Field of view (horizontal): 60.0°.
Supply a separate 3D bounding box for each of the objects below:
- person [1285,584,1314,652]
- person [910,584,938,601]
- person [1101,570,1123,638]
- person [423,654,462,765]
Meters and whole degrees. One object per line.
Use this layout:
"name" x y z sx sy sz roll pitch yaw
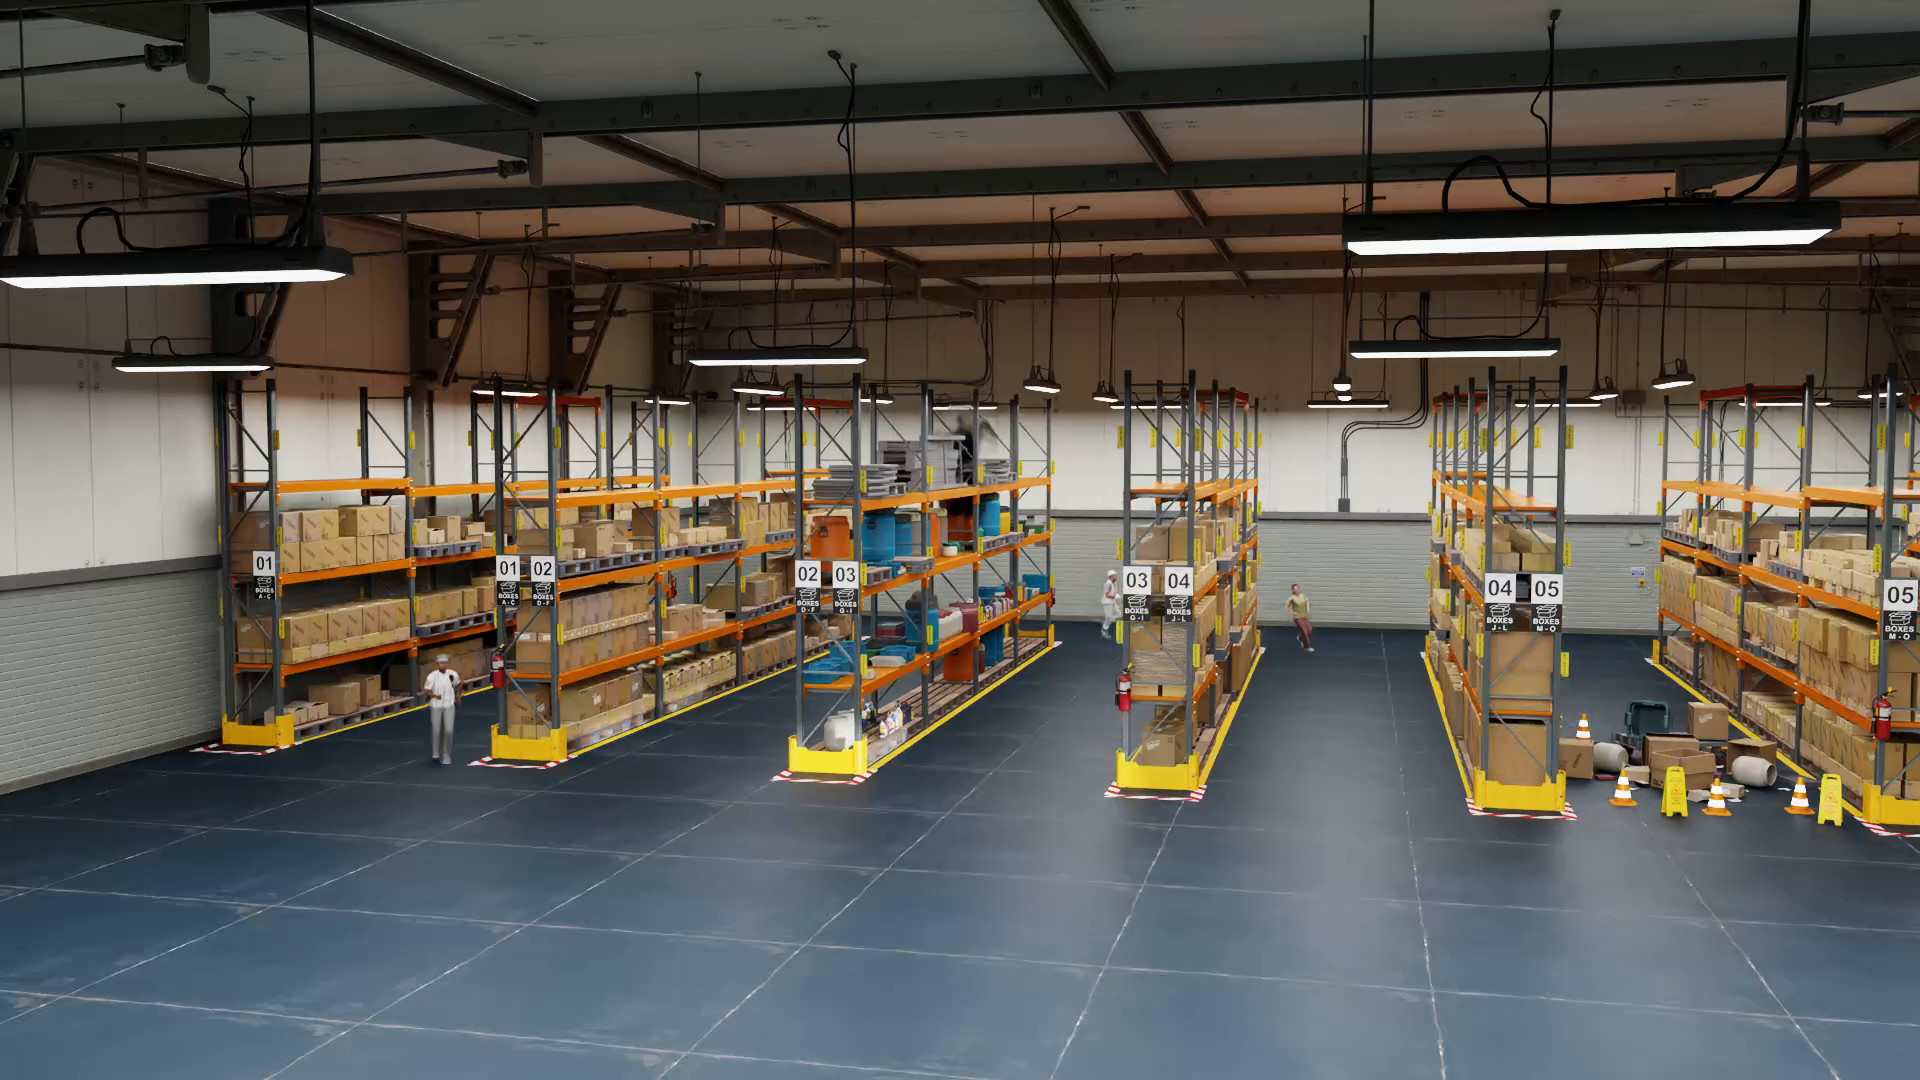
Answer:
"person" 8.007 1.836 39.392 0.632 1.603 0.537 -1 4 -20
"person" -0.805 1.762 36.114 0.671 1.801 0.800 0 3 8
"person" 3.848 1.616 41.905 0.657 1.728 0.707 2 4 29
"person" -8.004 2.620 25.773 0.590 1.740 0.707 -1 4 -19
